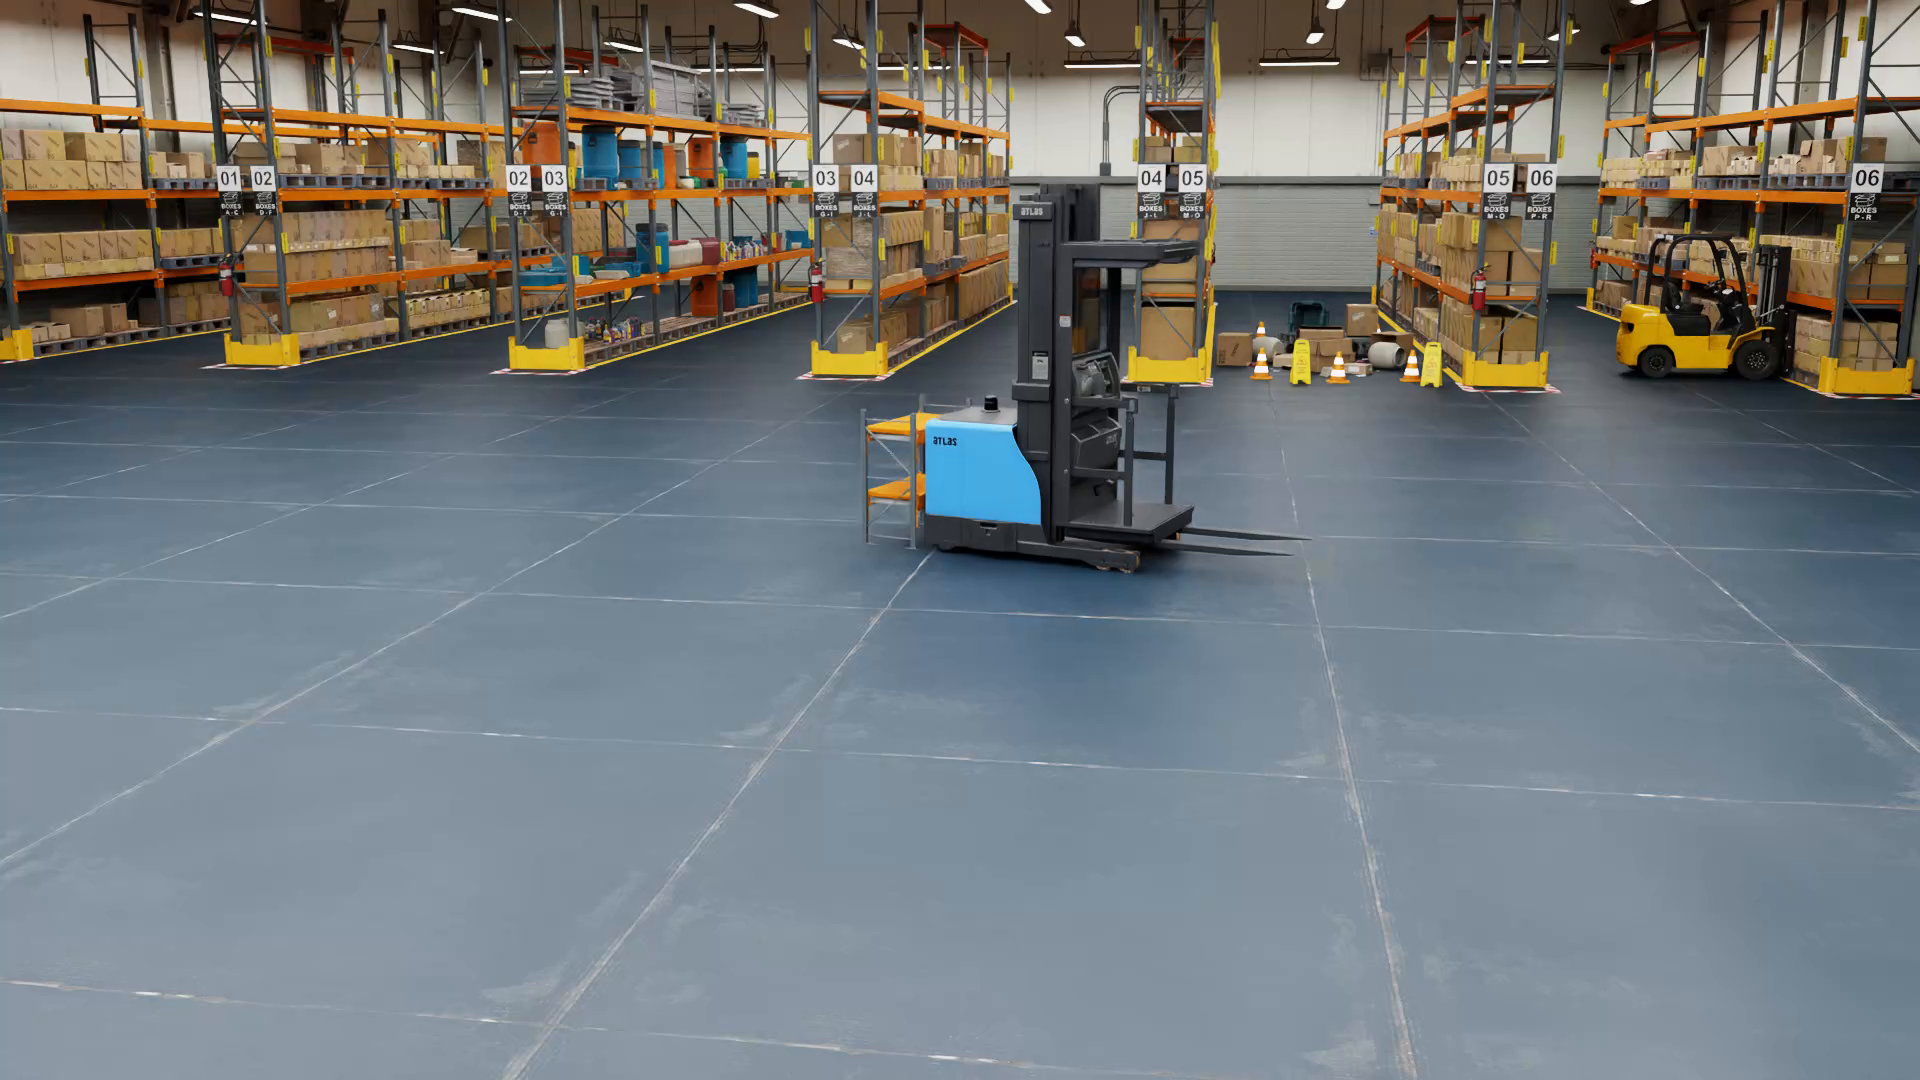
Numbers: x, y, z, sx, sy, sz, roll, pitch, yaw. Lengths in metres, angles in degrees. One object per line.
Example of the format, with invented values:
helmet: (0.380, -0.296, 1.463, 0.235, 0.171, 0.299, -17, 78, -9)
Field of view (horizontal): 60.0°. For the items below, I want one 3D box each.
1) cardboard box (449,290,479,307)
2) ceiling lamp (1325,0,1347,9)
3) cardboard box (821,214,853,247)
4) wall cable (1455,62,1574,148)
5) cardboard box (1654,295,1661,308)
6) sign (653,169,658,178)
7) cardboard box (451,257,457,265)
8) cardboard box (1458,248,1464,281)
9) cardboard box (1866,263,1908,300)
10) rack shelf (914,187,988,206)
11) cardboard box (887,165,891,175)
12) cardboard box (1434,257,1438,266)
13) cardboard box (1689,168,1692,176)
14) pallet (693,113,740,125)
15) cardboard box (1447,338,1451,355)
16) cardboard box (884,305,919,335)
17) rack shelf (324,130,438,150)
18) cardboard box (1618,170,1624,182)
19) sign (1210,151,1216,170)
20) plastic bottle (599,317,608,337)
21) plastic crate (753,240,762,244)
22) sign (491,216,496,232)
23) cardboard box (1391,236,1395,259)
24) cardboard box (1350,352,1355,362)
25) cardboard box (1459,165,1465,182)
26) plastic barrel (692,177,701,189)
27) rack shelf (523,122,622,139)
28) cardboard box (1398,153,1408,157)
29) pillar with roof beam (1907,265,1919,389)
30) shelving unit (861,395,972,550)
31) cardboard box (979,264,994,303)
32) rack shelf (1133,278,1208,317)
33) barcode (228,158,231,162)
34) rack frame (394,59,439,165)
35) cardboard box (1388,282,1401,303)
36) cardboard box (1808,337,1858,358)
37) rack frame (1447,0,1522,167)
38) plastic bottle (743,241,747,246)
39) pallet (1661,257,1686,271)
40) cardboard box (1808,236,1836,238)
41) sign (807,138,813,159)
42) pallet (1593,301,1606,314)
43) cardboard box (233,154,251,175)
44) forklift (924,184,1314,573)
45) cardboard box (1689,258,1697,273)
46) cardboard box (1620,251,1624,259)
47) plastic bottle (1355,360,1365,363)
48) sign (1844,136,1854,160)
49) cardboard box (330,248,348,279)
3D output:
cardboard box: (-10.213, -4.966, 34.114, 0.500, 0.311, 0.500, 2, 12, 8)
ceiling lamp: (6.483, -10.409, 27.078, 0.800, 3.185, 2.000, 2, 12, 9)
cardboard box: (-1.905, -4.874, 26.174, 0.500, 0.500, 0.500, 2, 12, 9)
wall cable: (14.594, -11.100, 44.048, 2.988, 3.039, 0.133, 2, 12, 9)
cardboard box: (14.262, -4.653, 33.400, 0.500, 0.500, 0.500, 1, 12, 7)
sign: (-5.482, -6.512, 29.951, 0.100, 0.325, 0.005, 2, 12, 9)
cardboard box: (-10.443, -5.666, 33.760, 0.380, 0.149, 0.250, 3, 12, 13)
cardboard box: (8.020, -4.272, 25.753, 0.500, 0.500, 0.500, 2, 12, 8)
cardboard box: (13.303, -3.731, 23.947, 0.500, 0.500, 0.500, 2, 12, 10)
rack shelf: (-0.207, -7.265, 35.172, 1.077, 0.370, 4.000, 2, 12, 9)
cardboard box: (-1.309, -5.868, 26.393, 0.380, 0.149, 0.250, 2, 12, 11)
cardboard box: (8.531, -4.888, 29.154, 0.380, 0.149, 0.250, 2, 12, 8)
cardboard box: (14.058, -6.976, 31.532, 0.380, 0.149, 0.250, 2, 12, 7)
pallet: (-5.267, -8.689, 34.347, 1.213, 0.211, 1.003, 2, 12, 9)
cardboard box: (8.155, -3.105, 26.813, 0.500, 0.250, 0.500, 2, 12, 8)
cardboard box: (-1.014, -4.022, 30.424, 0.700, 0.500, 0.500, 1, 12, 4)
rack shelf: (-14.275, -9.850, 40.996, 1.077, 0.370, 4.000, 2, 12, 9)
cardboard box: (14.869, -8.052, 36.767, 0.500, 0.250, 0.500, 2, 12, 8)
sign: (4.304, -6.460, 28.313, 0.100, 0.325, 0.005, 2, 12, 9)
plastic bottle: (-6.416, -3.823, 29.855, 0.144, 0.351, 0.185, 2, 12, 9)
plastic crate: (-4.790, -7.130, 40.213, 0.416, 0.233, 0.300, 2, 12, 9)
sign: (-9.754, -6.605, 34.771, 0.100, 0.325, 0.005, 2, 12, 9)
cardboard box: (9.711, -6.399, 36.330, 0.500, 0.500, 0.500, 2, 12, 9)
cardboard box: (6.416, -3.144, 27.951, 0.258, 0.266, 0.396, -7, 14, -30)
cardboard box: (8.088, -5.719, 25.942, 0.500, 0.250, 0.500, 2, 12, 9)
plastic barrel: (-5.396, -7.232, 33.679, 0.294, 0.245, 0.294, 0, 12, 0)
rack shelf: (-9.380, -9.884, 40.213, 1.077, 0.370, 4.000, 2, 12, 9)
cardboard box: (10.068, -8.298, 36.780, 0.797, 0.503, 0.637, 3, 12, 13)
pillar with roof beam: (9.696, -6.776, 24.073, 9.100, 9.000, 0.400, 2, 12, 9)
shelving unit: (-0.354, -0.593, 14.073, 0.538, 1.125, 1.048, 6, 14, 26)
cardboard box: (0.281, -5.868, 38.149, 0.875, 0.875, 0.875, 2, 12, 9)
rack shelf: (3.448, -3.952, 26.917, 1.077, 0.370, 4.000, 2, 12, 9)
barcode: (-11.963, -6.219, 27.233, 0.001, 0.075, 0.075, 2, 12, 9)
rack frame: (-13.968, -10.814, 42.810, 1.000, 3.000, 0.127, 2, 12, 9)
cardboard box: (10.373, -5.700, 38.406, 0.875, 0.438, 0.875, 2, 12, 10)
cardboard box: (12.718, -2.805, 24.230, 0.500, 0.250, 0.500, 2, 12, 8)
rack frame: (8.662, -7.513, 27.495, 1.000, 3.000, 0.127, 2, 12, 9)
plastic bottle: (-4.783, -6.467, 37.000, 0.144, 0.351, 0.185, 2, 12, 9)
pallet: (14.217, -5.303, 31.933, 1.213, 0.211, 1.003, 2, 12, 9)
cardboard box: (13.710, -4.749, 26.426, 0.380, 0.149, 0.250, 2, 12, 8)
sign: (-2.290, -5.990, 25.447, 0.100, 0.325, 0.005, 2, 12, 9)
pallet: (15.280, -5.373, 38.425, 1.003, 0.211, 1.213, 2, 12, 9)
cardboard box: (-15.182, -8.047, 35.810, 0.700, 0.500, 0.500, 1, 12, 4)
forklift: (1.261, -1.306, 13.096, 3.031, 2.935, 1.130, 6, 13, 25)
cardboard box: (13.873, -5.095, 30.872, 0.500, 0.250, 0.500, 2, 12, 9)
cardboard box: (14.711, -6.255, 36.494, 0.380, 0.149, 0.250, 2, 12, 8)
plastic bottle: (6.611, -2.936, 27.472, 0.133, 0.061, 0.283, 4, 13, 18)
sign: (12.418, -5.469, 23.215, 0.100, 0.325, 0.005, 2, 12, 9)
cardboard box: (-11.213, -4.859, 29.180, 0.700, 0.500, 0.500, 2, 12, 10)
